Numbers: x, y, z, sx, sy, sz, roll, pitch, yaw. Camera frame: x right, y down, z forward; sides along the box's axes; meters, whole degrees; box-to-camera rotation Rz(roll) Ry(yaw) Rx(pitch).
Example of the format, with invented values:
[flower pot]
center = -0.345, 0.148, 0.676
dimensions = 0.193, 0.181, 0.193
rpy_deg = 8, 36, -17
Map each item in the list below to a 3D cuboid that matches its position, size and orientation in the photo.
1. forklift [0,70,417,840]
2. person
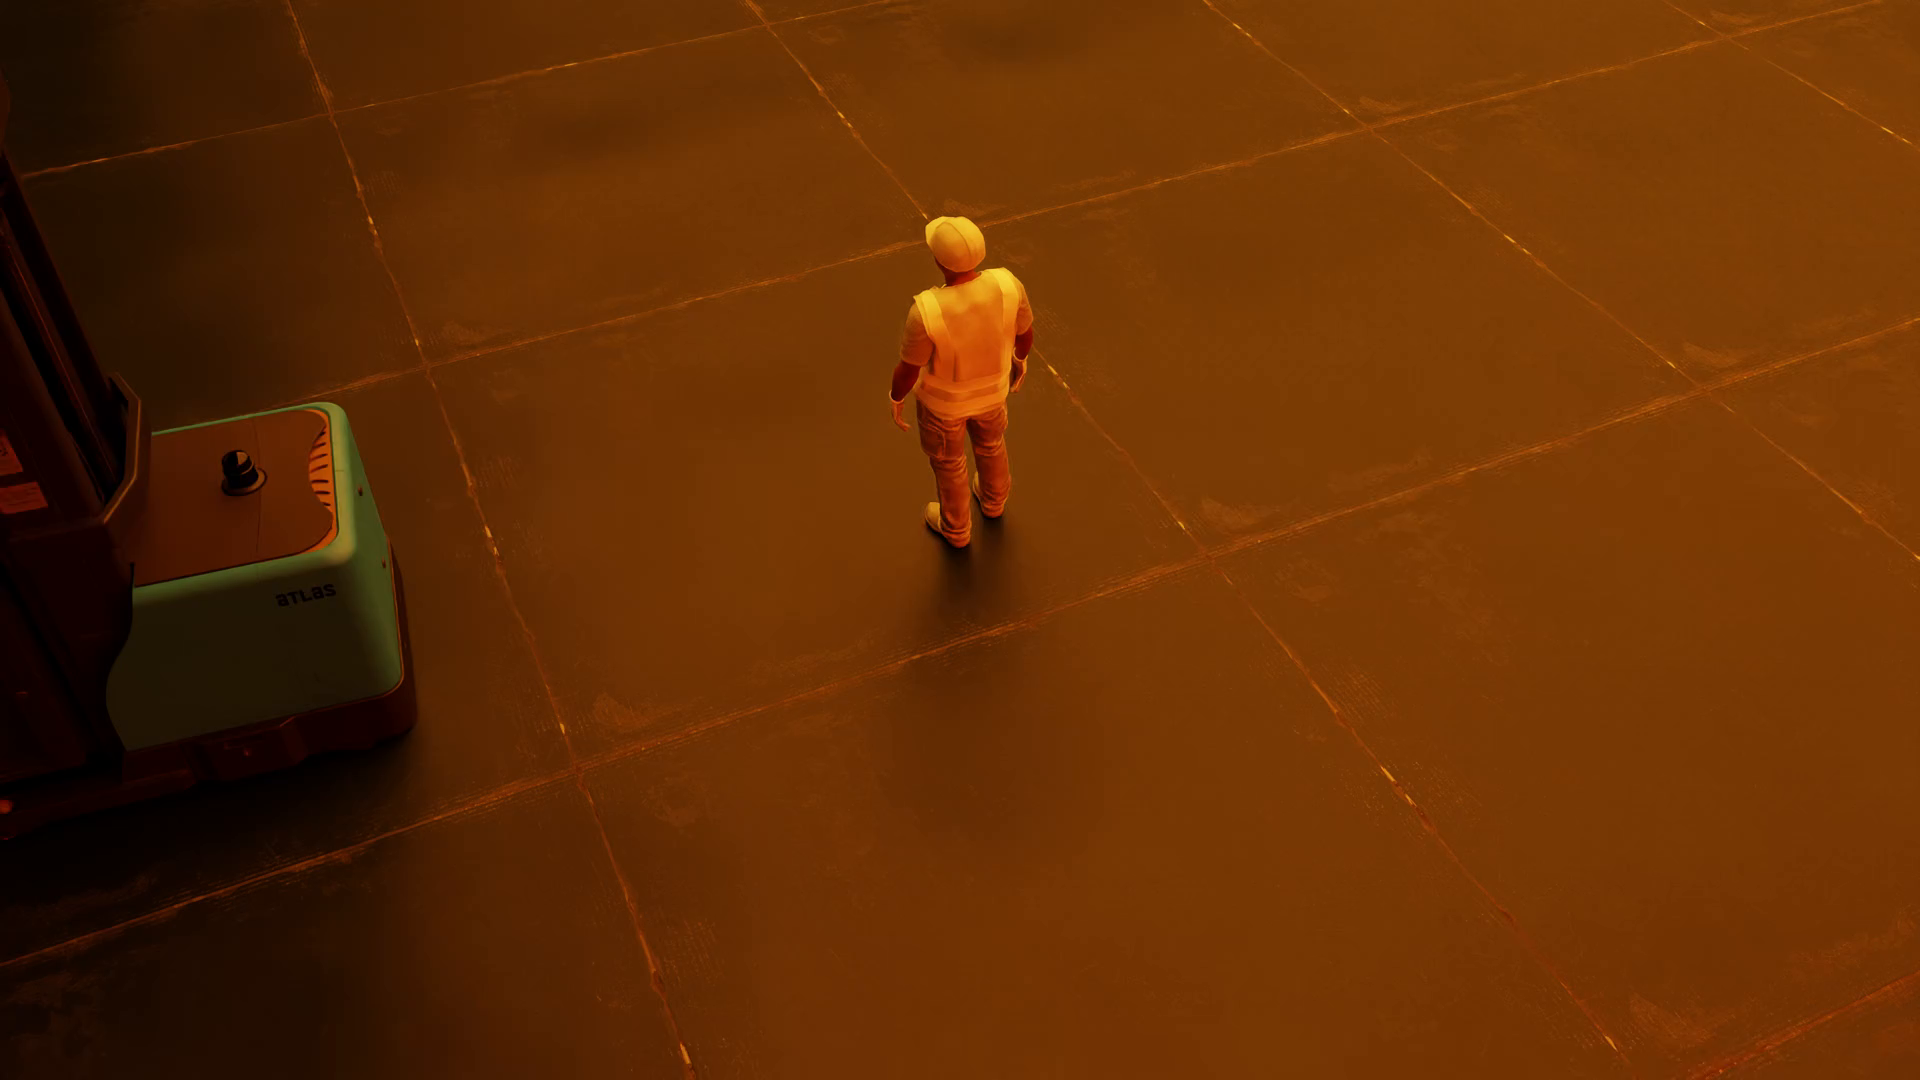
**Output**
[forklift]
center = -3.840, -0.254, 5.952
dimensions = 3.031, 2.935, 1.130
rpy_deg = -12, 44, -13
[person]
center = -0.023, -0.704, 7.266
dimensions = 0.656, 1.784, 0.575
rpy_deg = -18, 46, -18
